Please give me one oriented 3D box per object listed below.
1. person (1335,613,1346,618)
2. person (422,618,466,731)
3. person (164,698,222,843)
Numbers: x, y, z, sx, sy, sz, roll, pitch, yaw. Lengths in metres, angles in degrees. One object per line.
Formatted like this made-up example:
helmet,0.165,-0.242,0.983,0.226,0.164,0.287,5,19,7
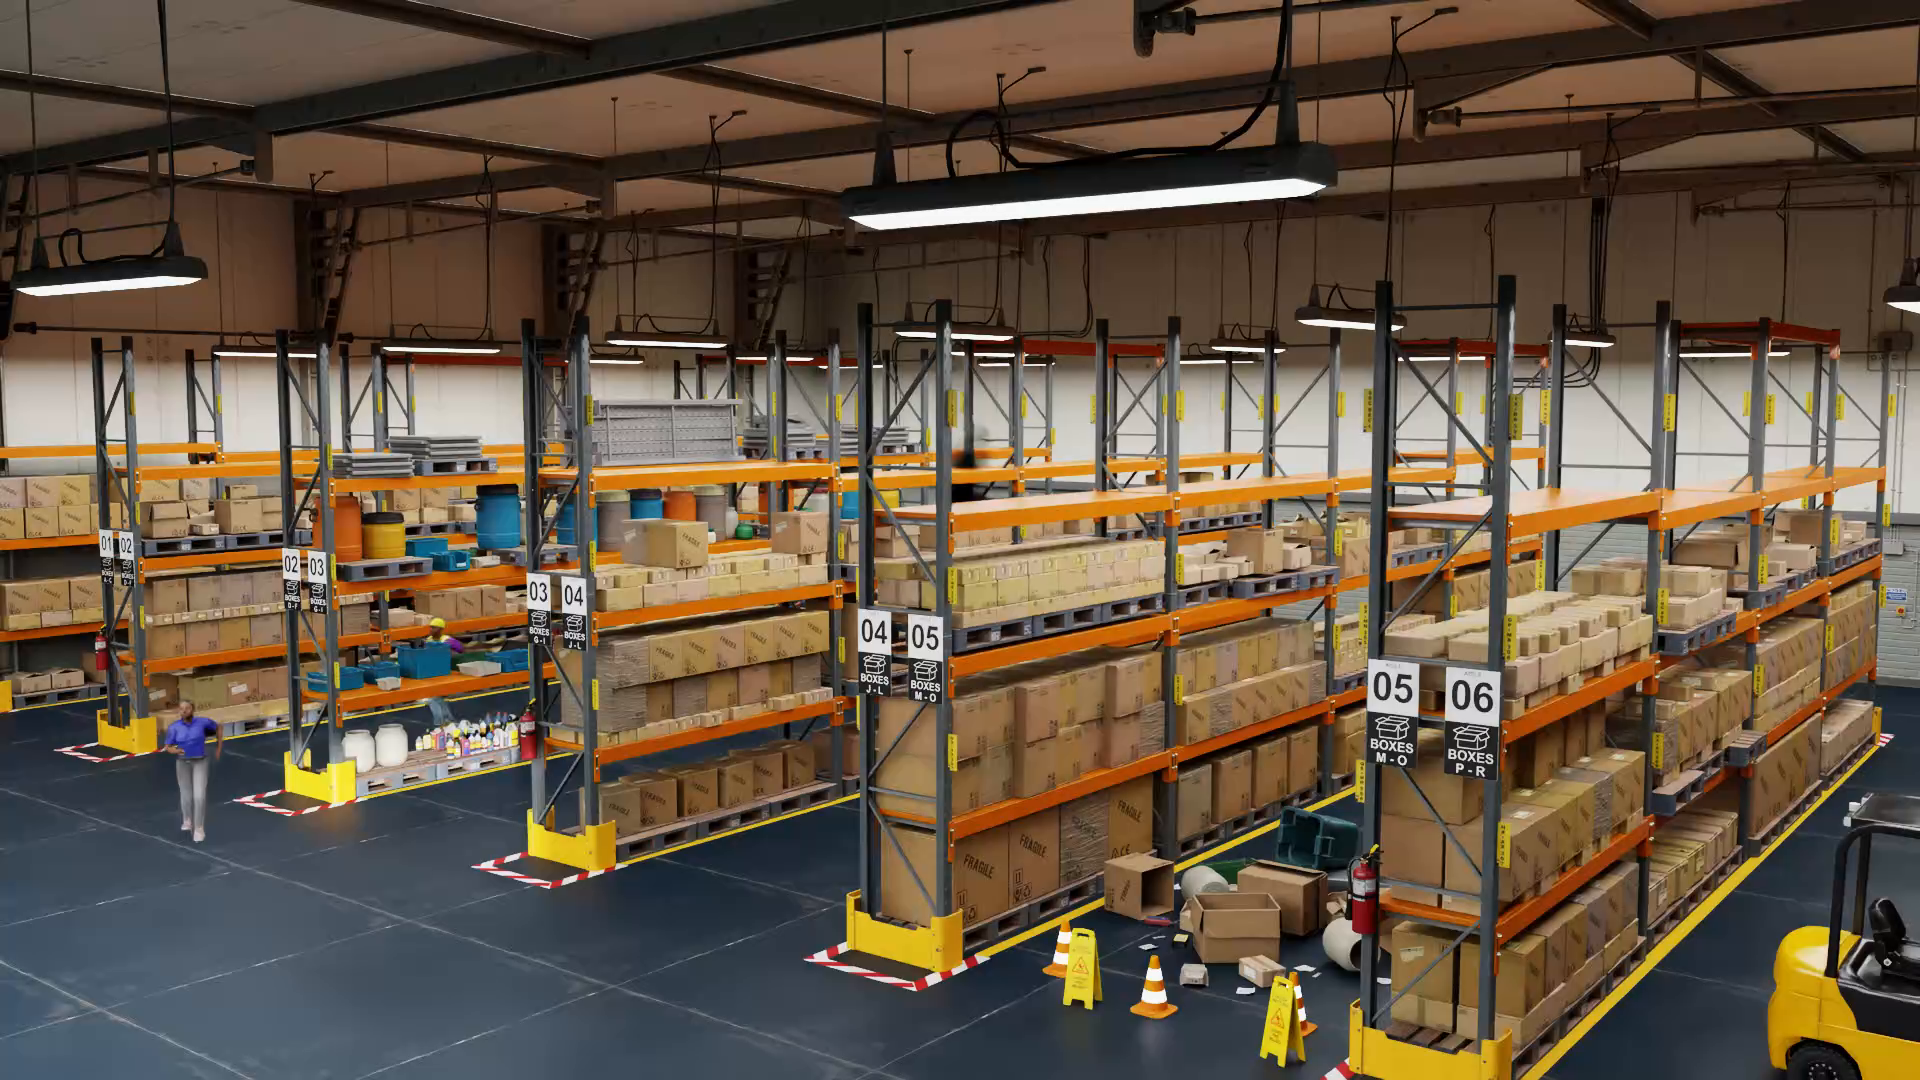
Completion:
person,6.344,2.010,27.167,0.705,1.719,1.023,4,6,38
person,-7.959,2.091,25.281,0.673,1.811,0.706,3,6,32
person,-8.913,2.664,19.349,0.585,1.675,0.842,-2,5,-17
